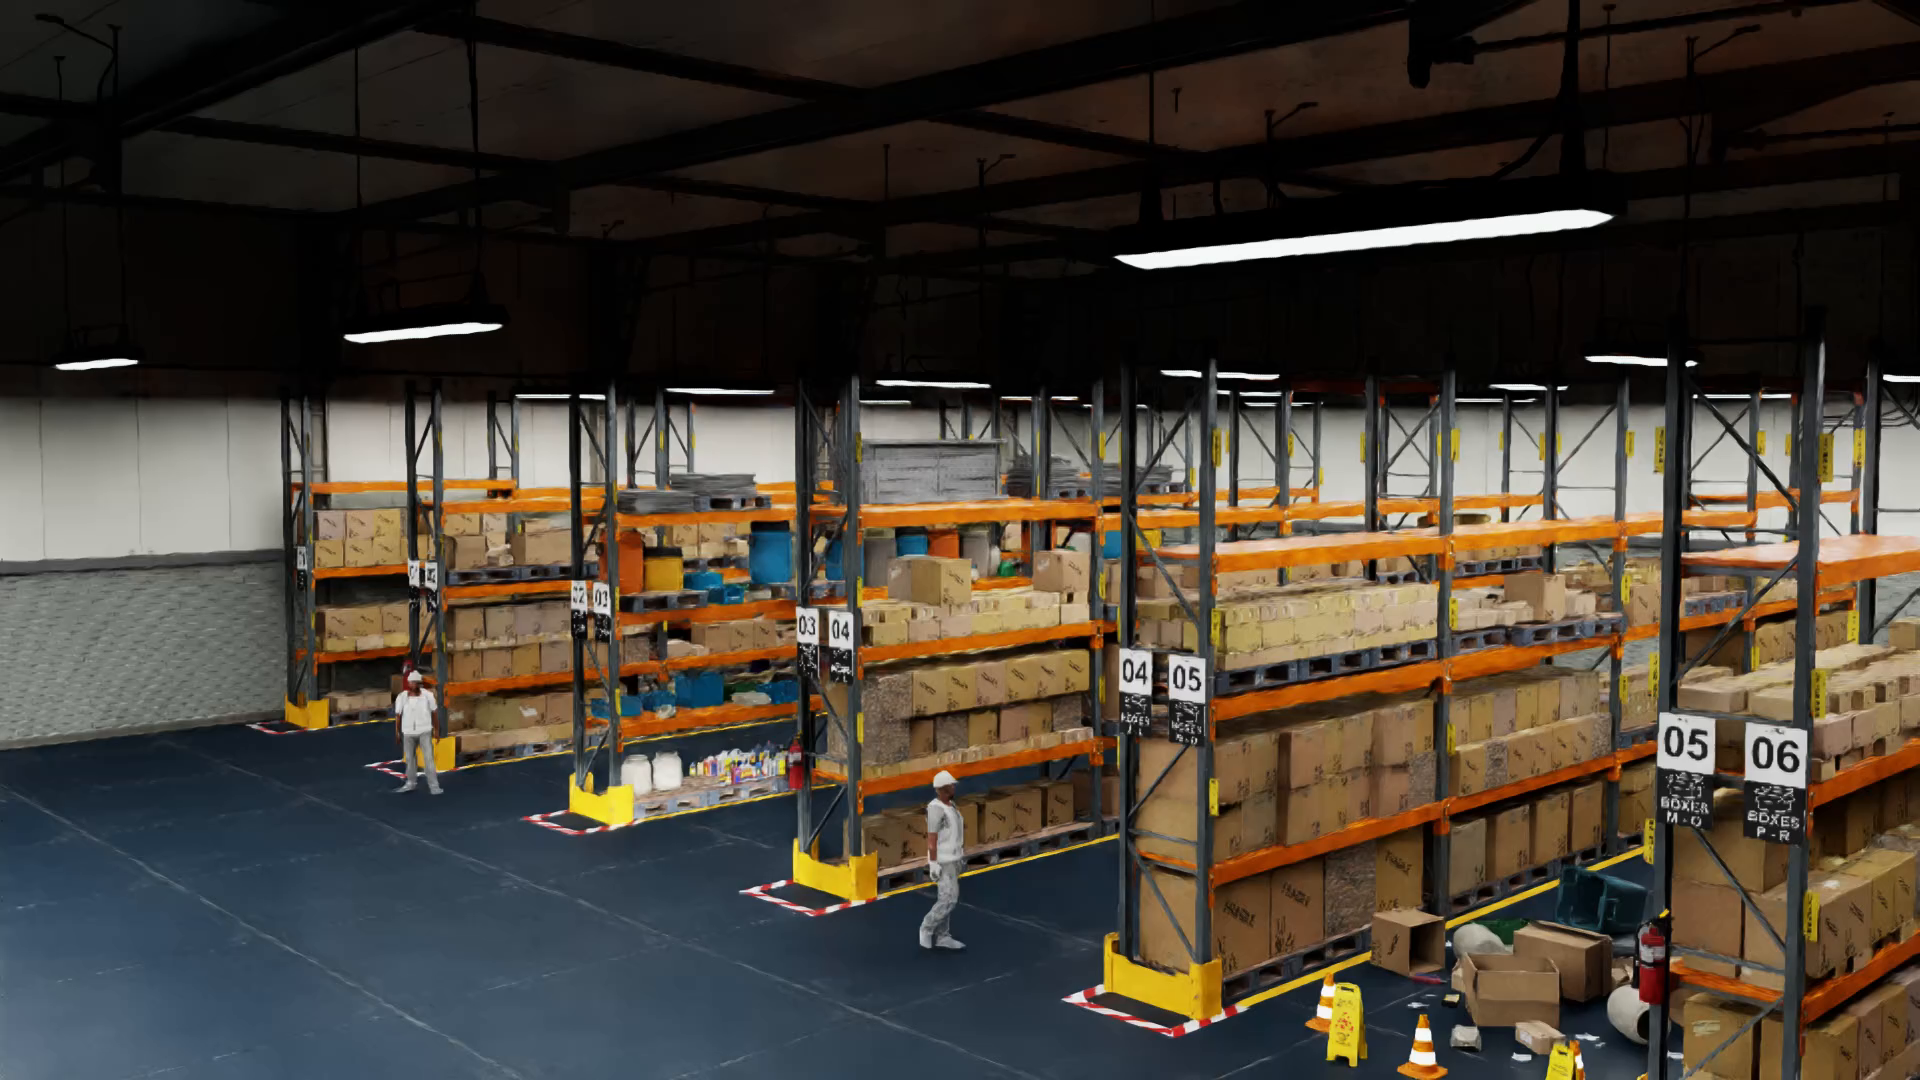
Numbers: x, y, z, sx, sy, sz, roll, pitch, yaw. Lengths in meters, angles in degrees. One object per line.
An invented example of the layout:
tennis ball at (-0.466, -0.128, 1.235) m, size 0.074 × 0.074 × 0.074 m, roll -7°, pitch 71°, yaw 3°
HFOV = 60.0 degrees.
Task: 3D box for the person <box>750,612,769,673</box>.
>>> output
person at (-3.950, 2.226, 33.049) m, size 0.443 × 1.641 × 0.579 m, roll 1°, pitch 4°, yaw 17°

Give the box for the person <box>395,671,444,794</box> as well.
person at (-7.746, 2.751, 23.821) m, size 0.727 × 1.756 × 0.534 m, roll 0°, pitch 4°, yaw -7°

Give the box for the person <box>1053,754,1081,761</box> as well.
person at (1.655, 2.630, 26.314) m, size 0.454 × 1.678 × 0.540 m, roll 2°, pitch 4°, yaw 23°

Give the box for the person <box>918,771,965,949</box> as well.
person at (-0.178, 3.211, 16.647) m, size 0.446 × 1.772 × 0.600 m, roll 1°, pitch 4°, yaw 17°
